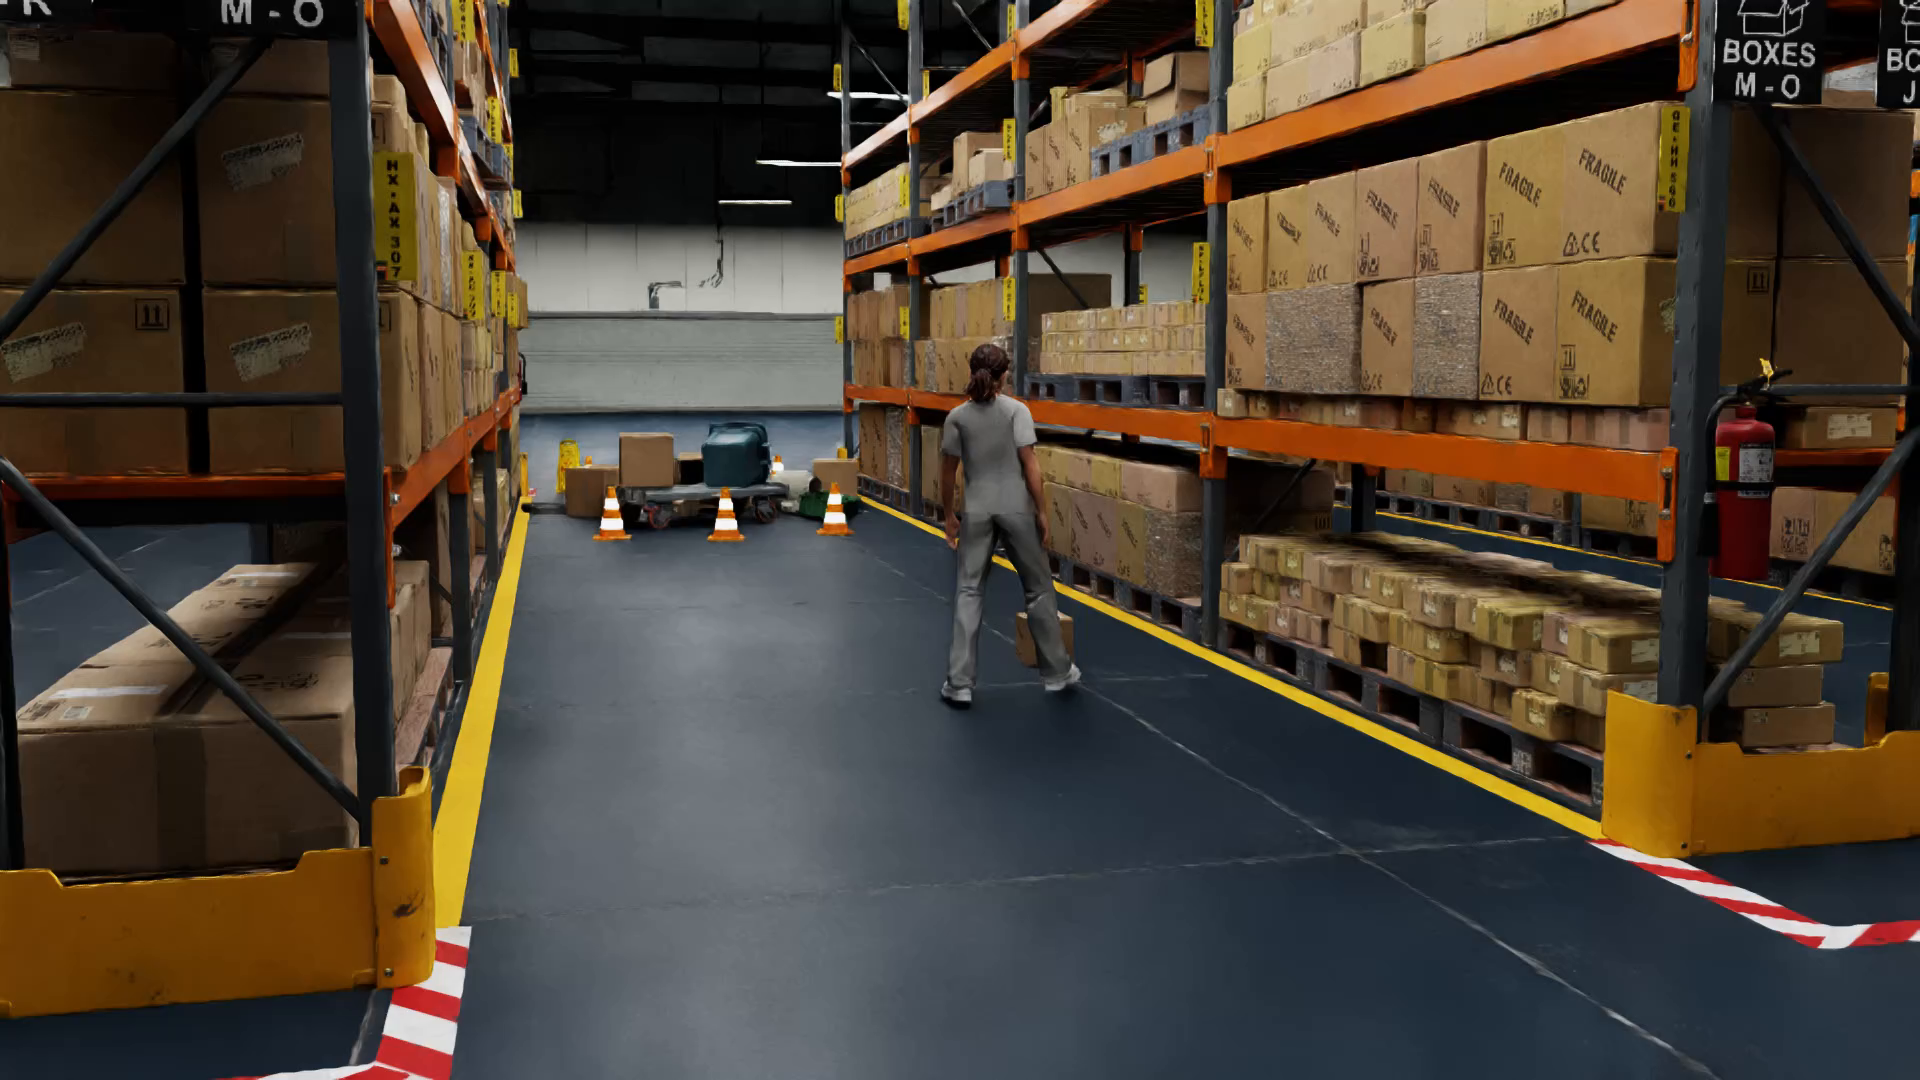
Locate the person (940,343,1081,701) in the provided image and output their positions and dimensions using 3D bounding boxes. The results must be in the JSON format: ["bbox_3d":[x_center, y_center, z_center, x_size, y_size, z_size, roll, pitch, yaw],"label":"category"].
[{"bbox_3d":[0.224,-0.095,7.856,0.629,1.663,0.618,2,6,14],"label":"person"}]
